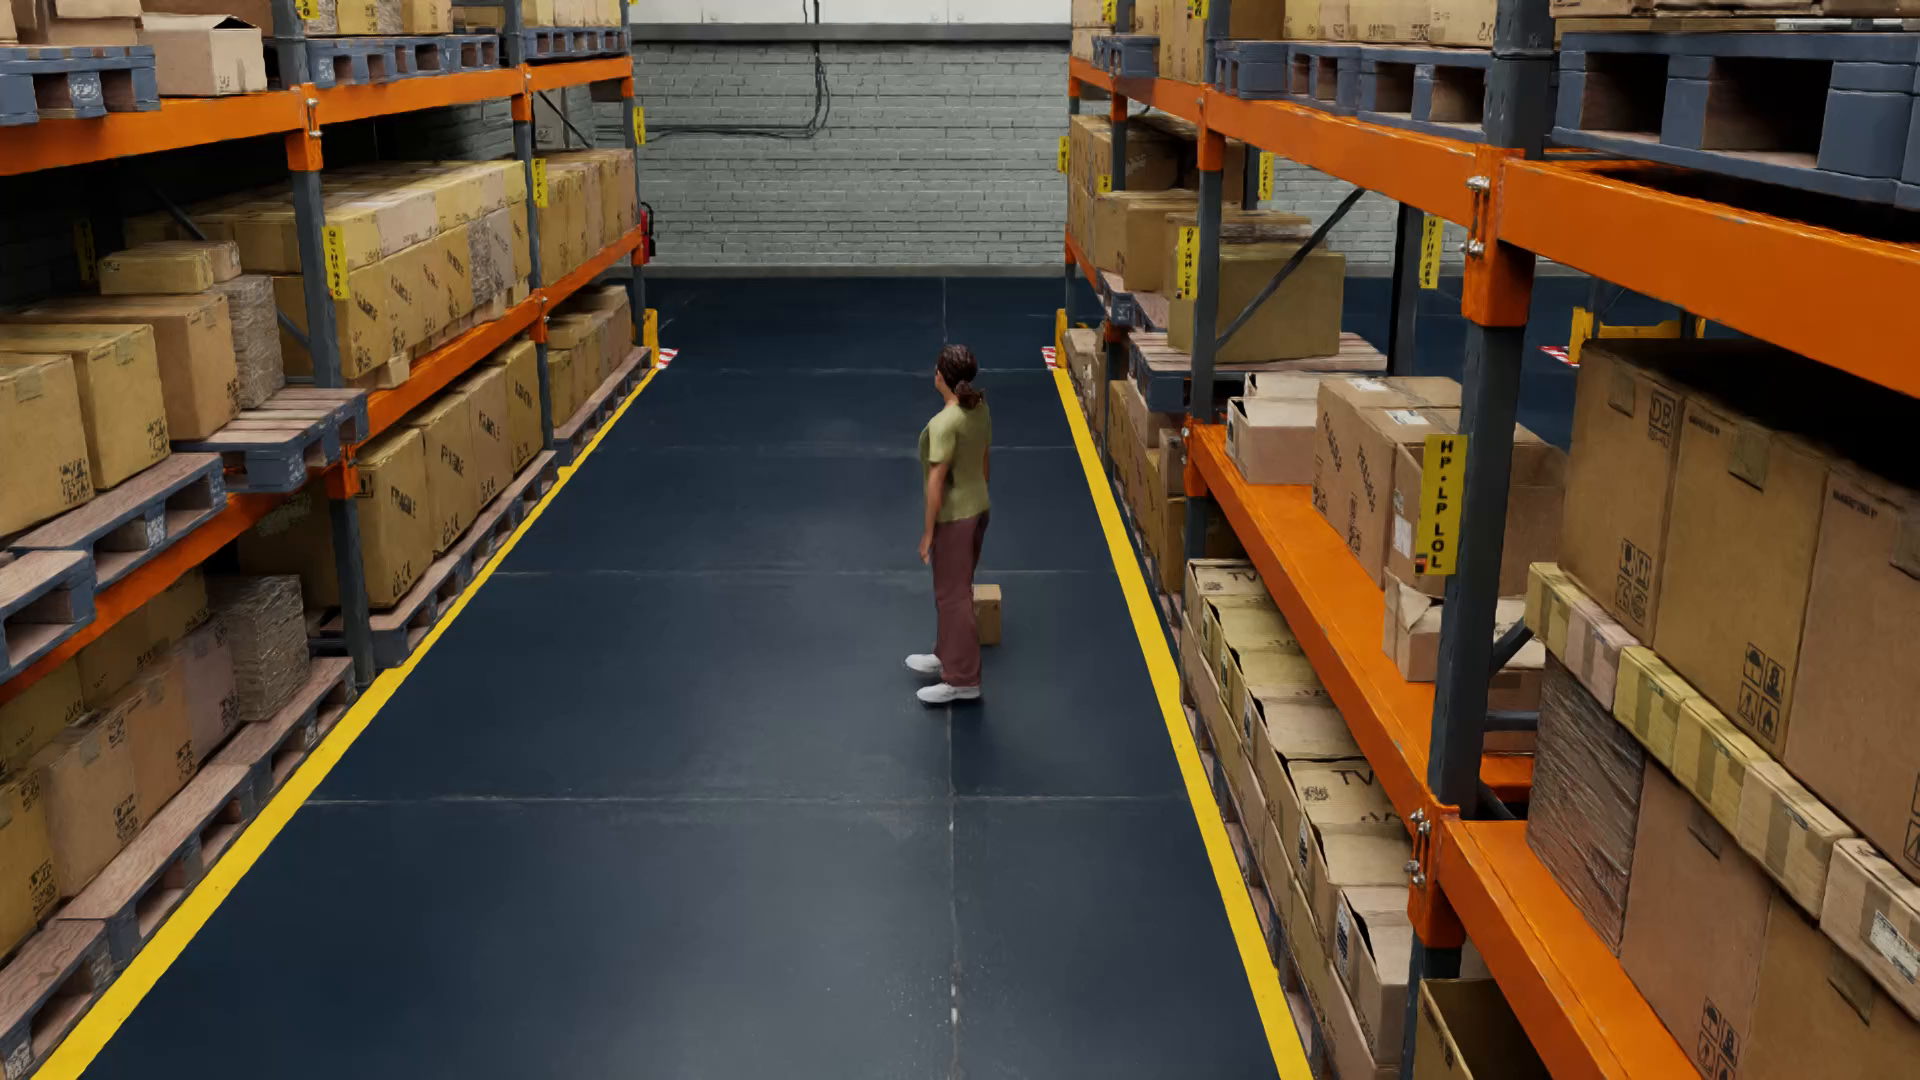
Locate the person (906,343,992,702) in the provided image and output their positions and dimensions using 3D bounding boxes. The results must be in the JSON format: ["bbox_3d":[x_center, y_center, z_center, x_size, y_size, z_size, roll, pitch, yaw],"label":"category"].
[{"bbox_3d":[-0.093,-0.092,7.773,0.492,1.675,0.532,9,19,27],"label":"person"}]
